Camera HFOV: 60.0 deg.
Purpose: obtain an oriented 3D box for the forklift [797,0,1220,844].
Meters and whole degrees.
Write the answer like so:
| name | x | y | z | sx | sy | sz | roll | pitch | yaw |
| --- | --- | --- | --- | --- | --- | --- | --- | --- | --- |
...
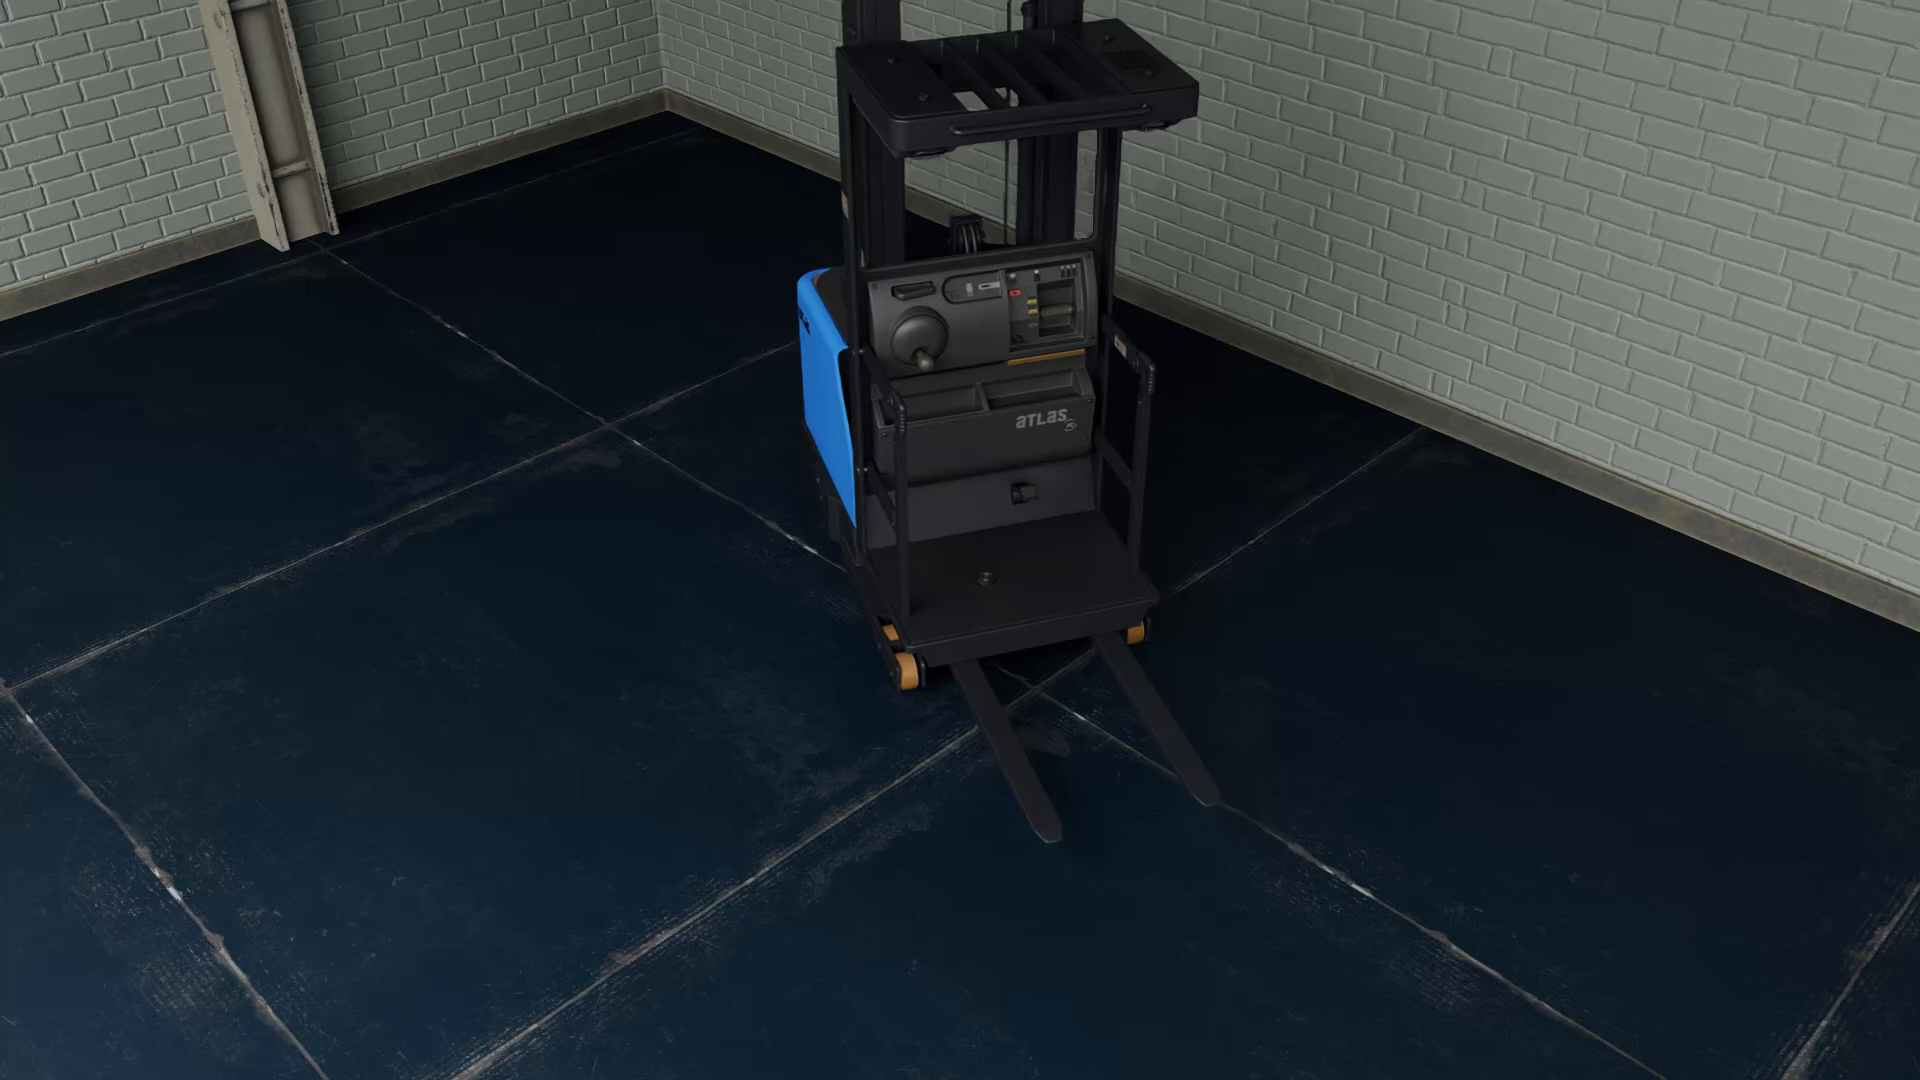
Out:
| name | x | y | z | sx | sy | sz | roll | pitch | yaw |
| --- | --- | --- | --- | --- | --- | --- | --- | --- | --- |
| forklift | 0.165 | -0.839 | 6.391 | 1.130 | 2.935 | 3.031 | -10 | 36 | -14 |

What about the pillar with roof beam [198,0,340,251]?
| name | x | y | z | sx | sy | sz | roll | pitch | yaw |
| --- | --- | --- | --- | --- | --- | --- | --- | --- | --- |
| pillar with roof beam | -1.120 | -3.887 | 5.456 | 9.100 | 9.000 | 0.400 | 30 | 45 | 35 |
